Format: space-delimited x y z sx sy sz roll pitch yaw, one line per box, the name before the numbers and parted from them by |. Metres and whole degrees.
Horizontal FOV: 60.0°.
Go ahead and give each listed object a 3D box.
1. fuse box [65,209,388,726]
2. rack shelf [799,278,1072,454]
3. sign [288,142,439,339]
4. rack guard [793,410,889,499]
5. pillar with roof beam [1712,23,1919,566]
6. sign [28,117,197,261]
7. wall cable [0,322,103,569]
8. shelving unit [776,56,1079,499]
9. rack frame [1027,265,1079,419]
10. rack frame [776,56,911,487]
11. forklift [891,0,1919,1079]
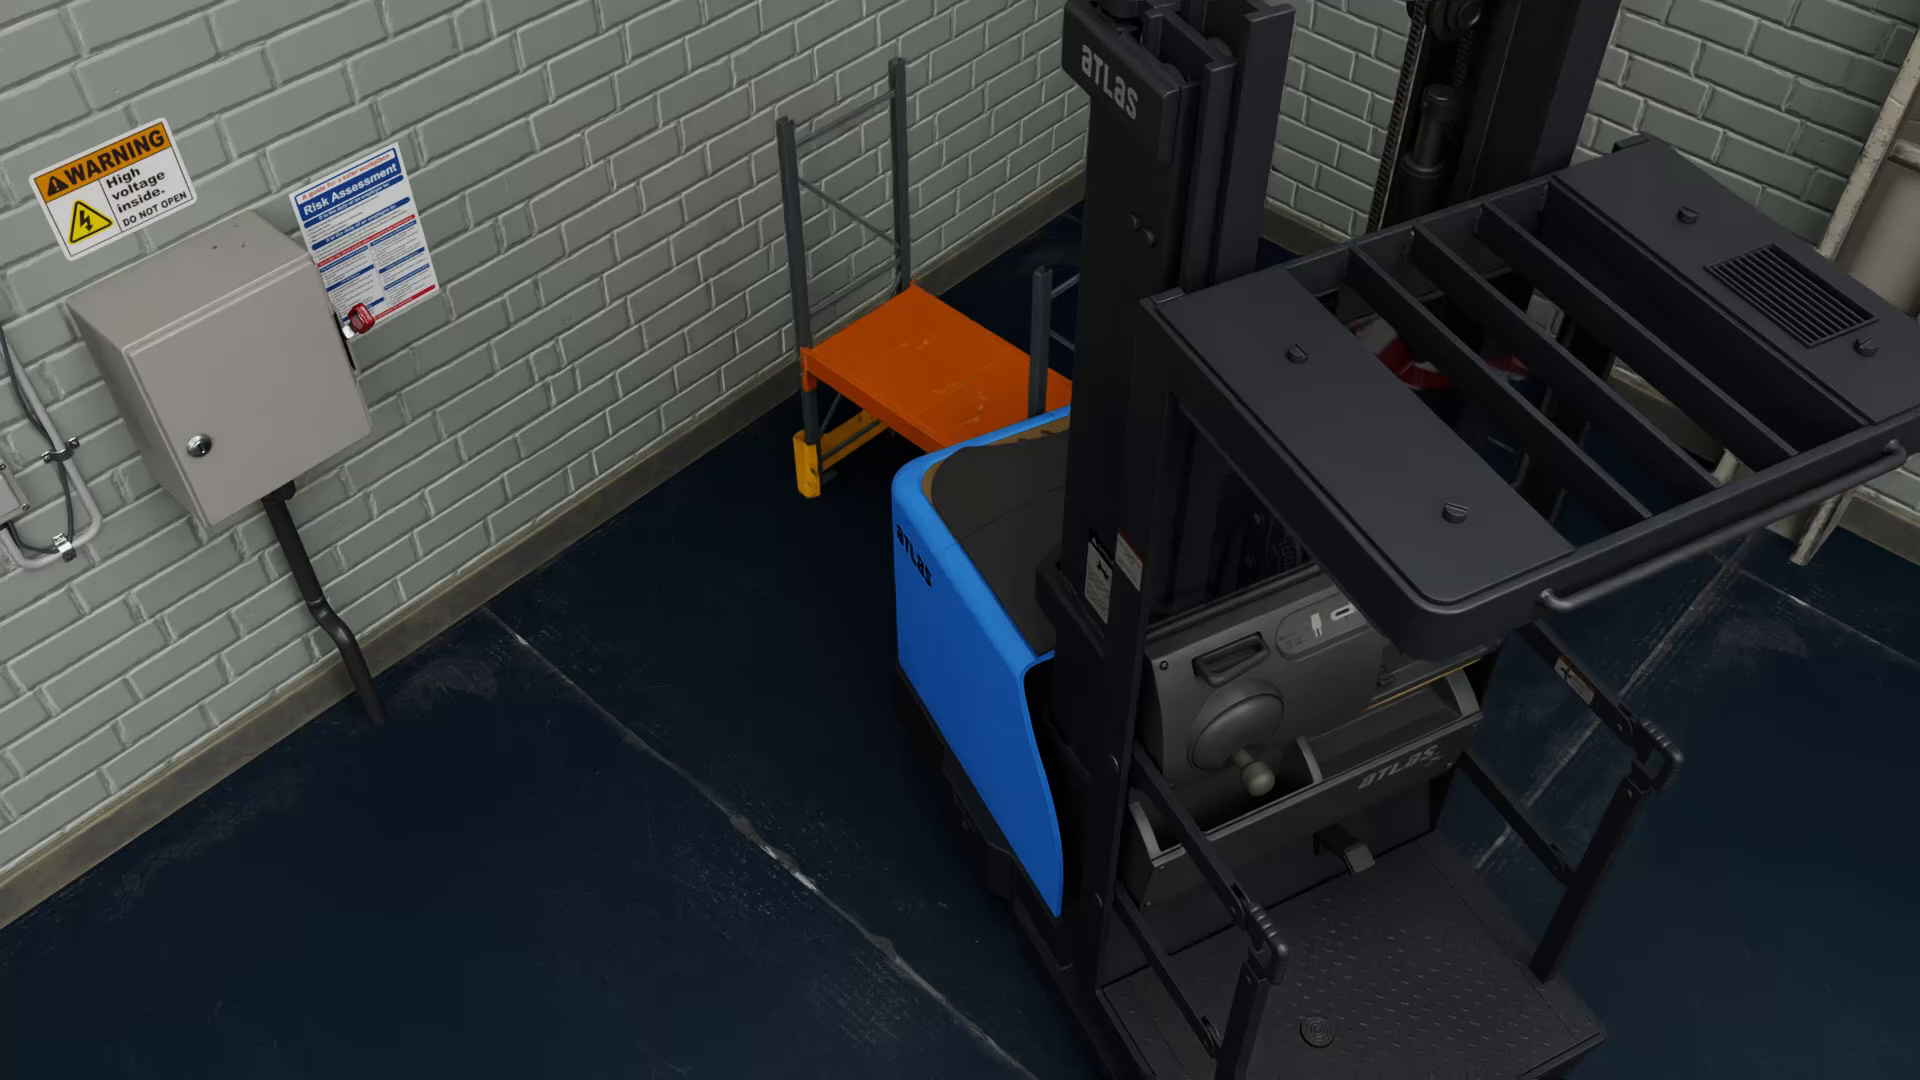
fuse box | -1.788 -0.026 4.600 0.414 1.711 0.539 34 55 28
rack shelf | 0.012 -0.446 5.387 1.000 0.185 0.538 35 56 29
sign | -1.605 -0.801 4.510 0.001 0.494 0.329 34 55 28
rack guard | -0.351 -0.400 5.954 0.087 0.250 0.587 35 56 29
pillar with roof beam | -0.086 -0.862 0.387 0.400 9.000 9.100 34 55 28
sign | -1.978 -0.822 3.898 0.001 0.242 0.339 34 55 28
wall cable | -2.366 -0.527 3.490 0.122 1.984 0.588 34 55 28
shelving unit | 0.006 -0.574 5.260 1.083 1.500 0.587 35 56 29
rack frame | 0.376 -0.311 5.013 0.032 1.500 0.500 35 56 29
rack frame | -0.352 -0.828 5.499 0.032 1.500 0.500 35 56 29
forklift | 0.913 0.334 3.426 1.130 2.935 3.031 -20 50 -18
